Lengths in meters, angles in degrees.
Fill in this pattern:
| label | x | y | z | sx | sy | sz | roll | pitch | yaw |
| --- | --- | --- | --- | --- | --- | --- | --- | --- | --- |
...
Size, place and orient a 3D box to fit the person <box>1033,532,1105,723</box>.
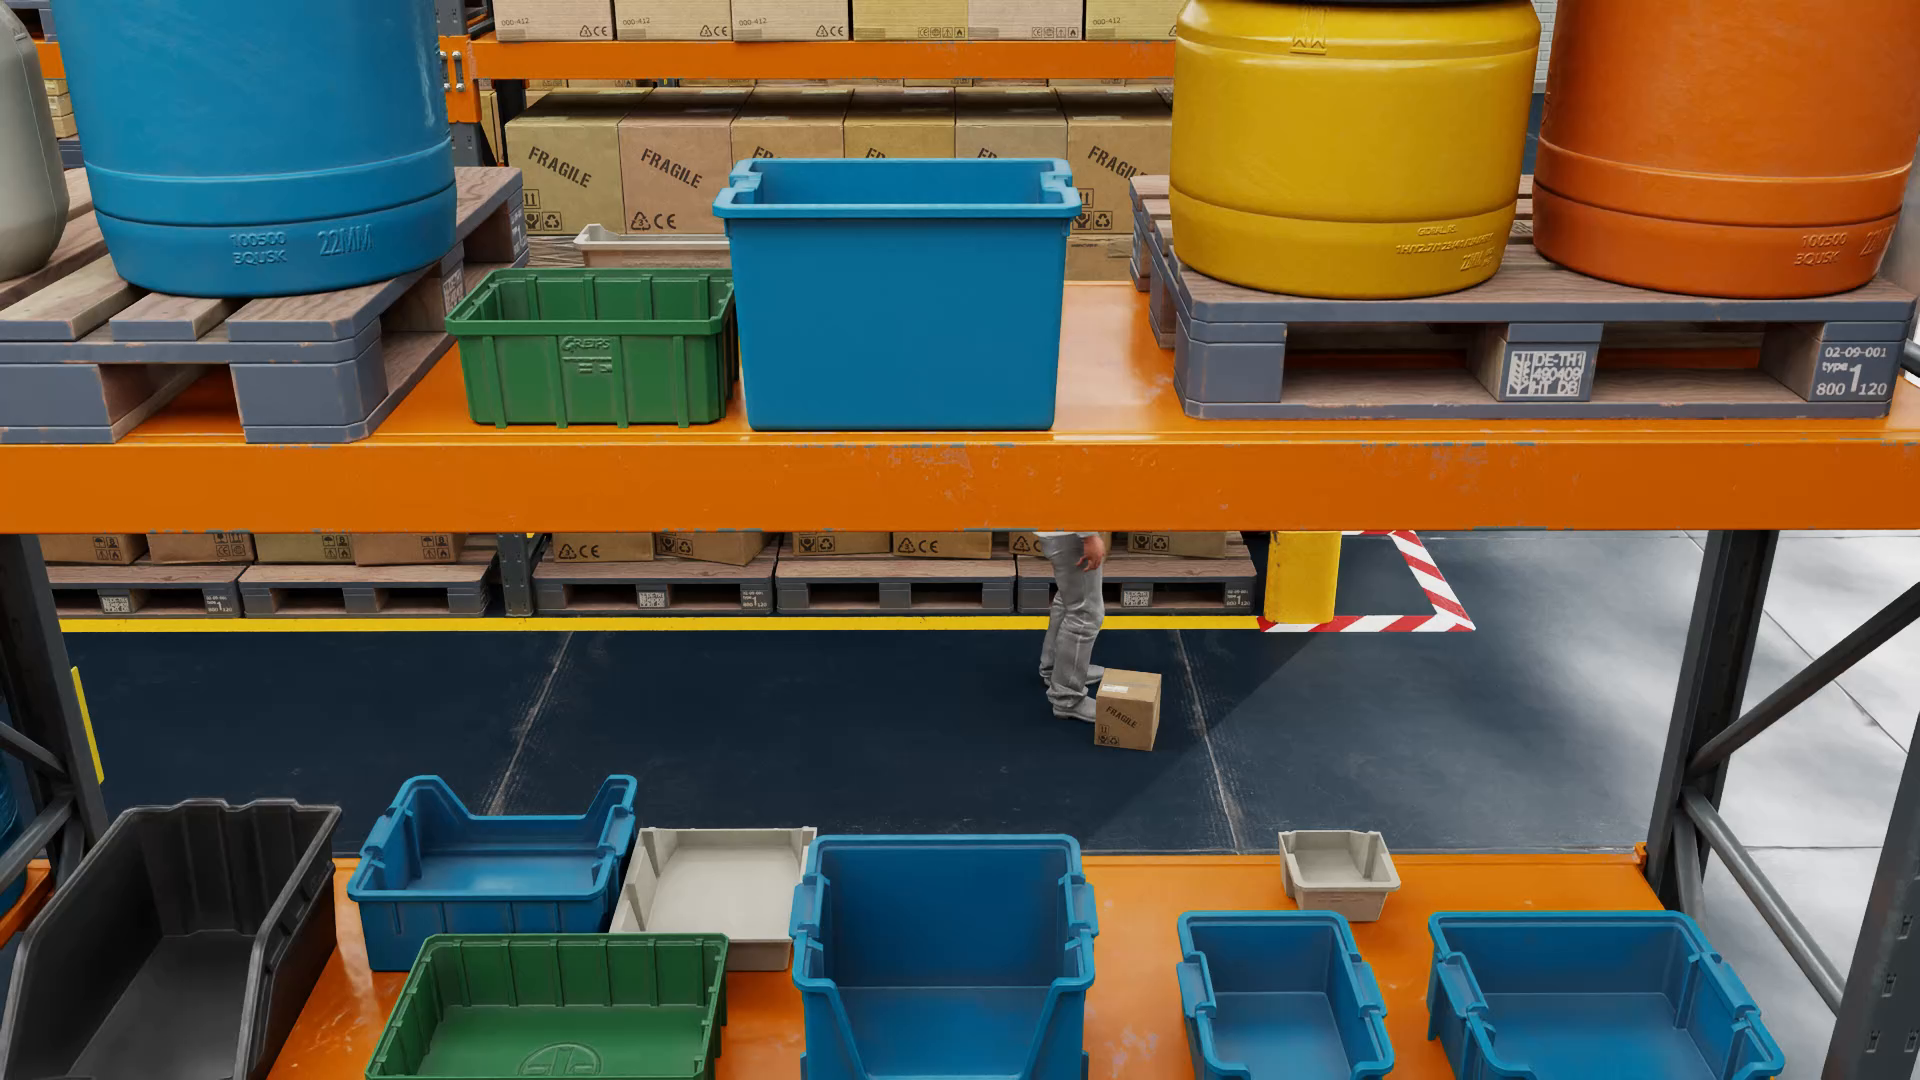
| label | x | y | z | sx | sy | sz | roll | pitch | yaw |
| --- | --- | --- | --- | --- | --- | --- | --- | --- | --- |
| person | 0.508 | -0.097 | 7.289 | 0.468 | 1.769 | 0.582 | -2 | 24 | -5 |
